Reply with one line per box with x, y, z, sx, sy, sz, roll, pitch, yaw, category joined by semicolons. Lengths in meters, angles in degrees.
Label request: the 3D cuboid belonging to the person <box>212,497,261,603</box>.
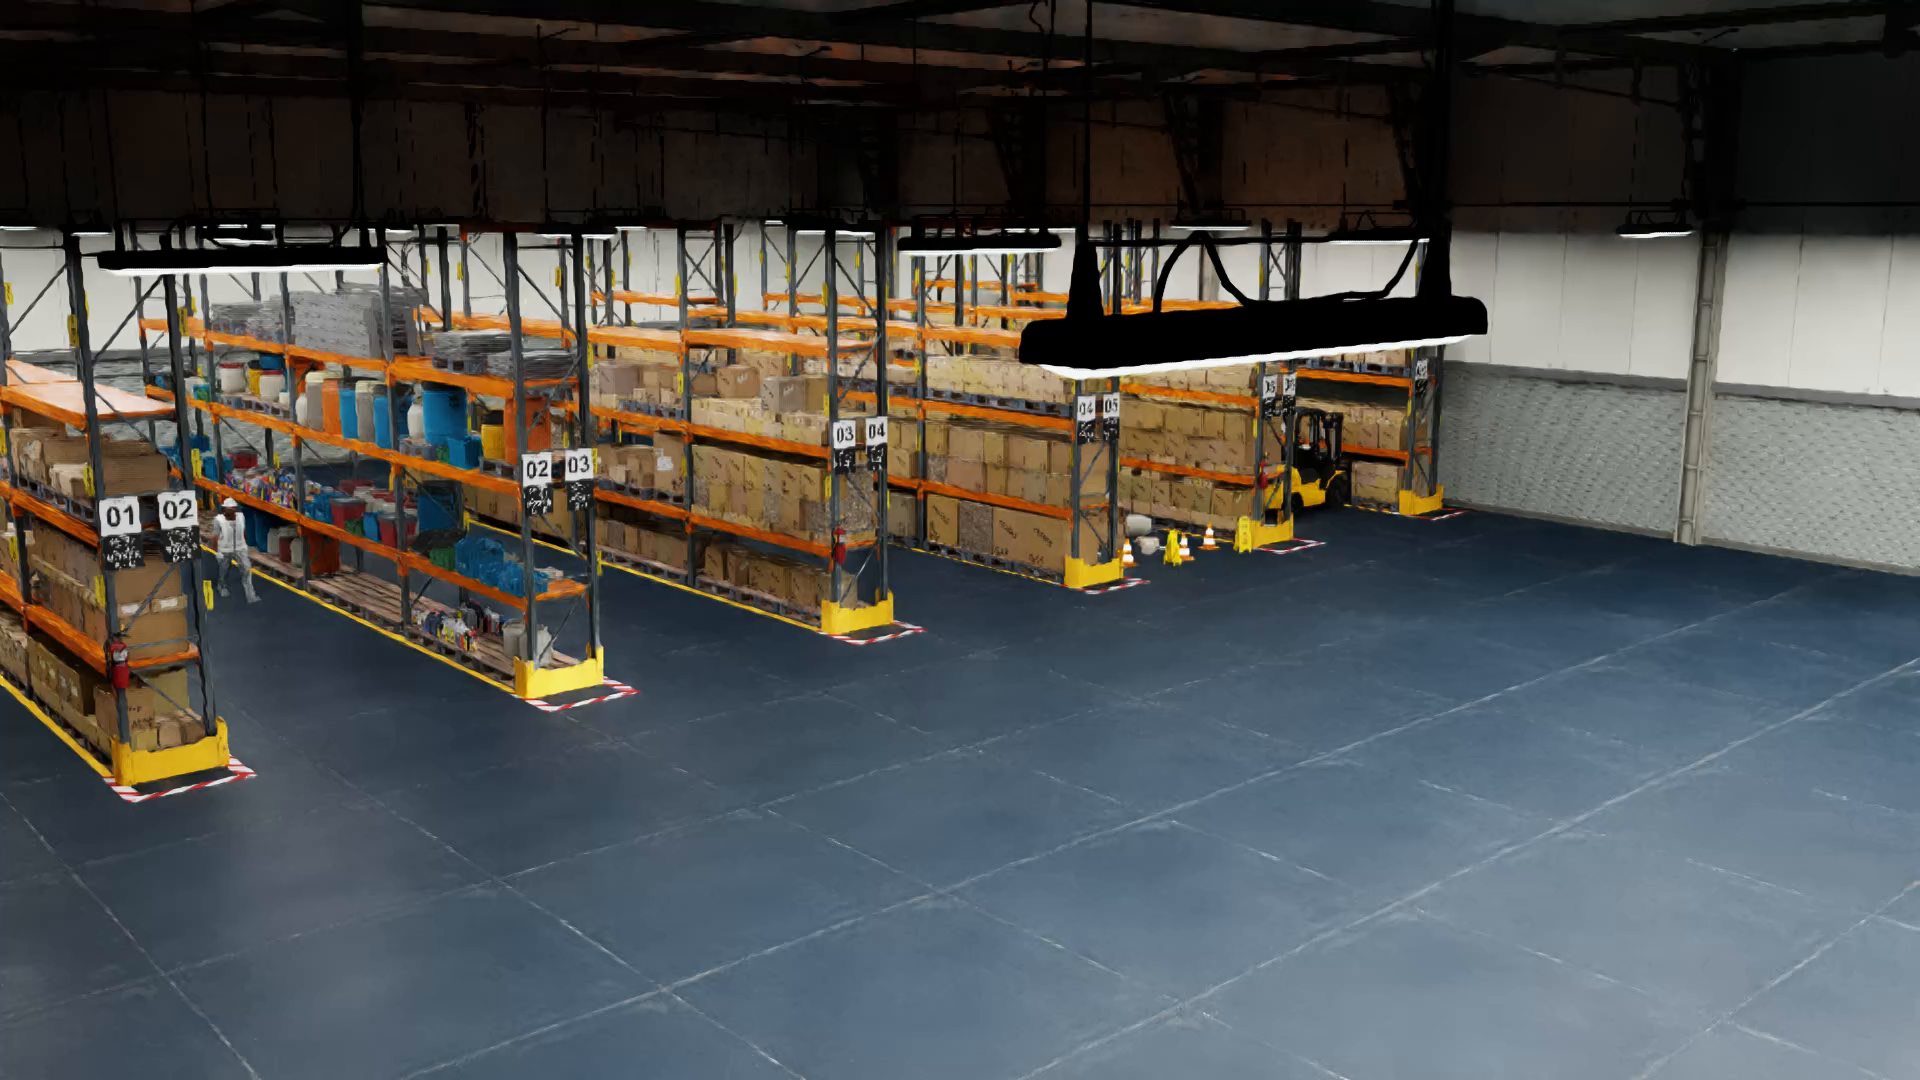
-11.710;0.148;26.758;0.566;1.706;1.122;-9;15;-38;person

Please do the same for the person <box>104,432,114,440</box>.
-18.131;-1.487;35.218;0.472;1.589;0.467;2;12;10;person
